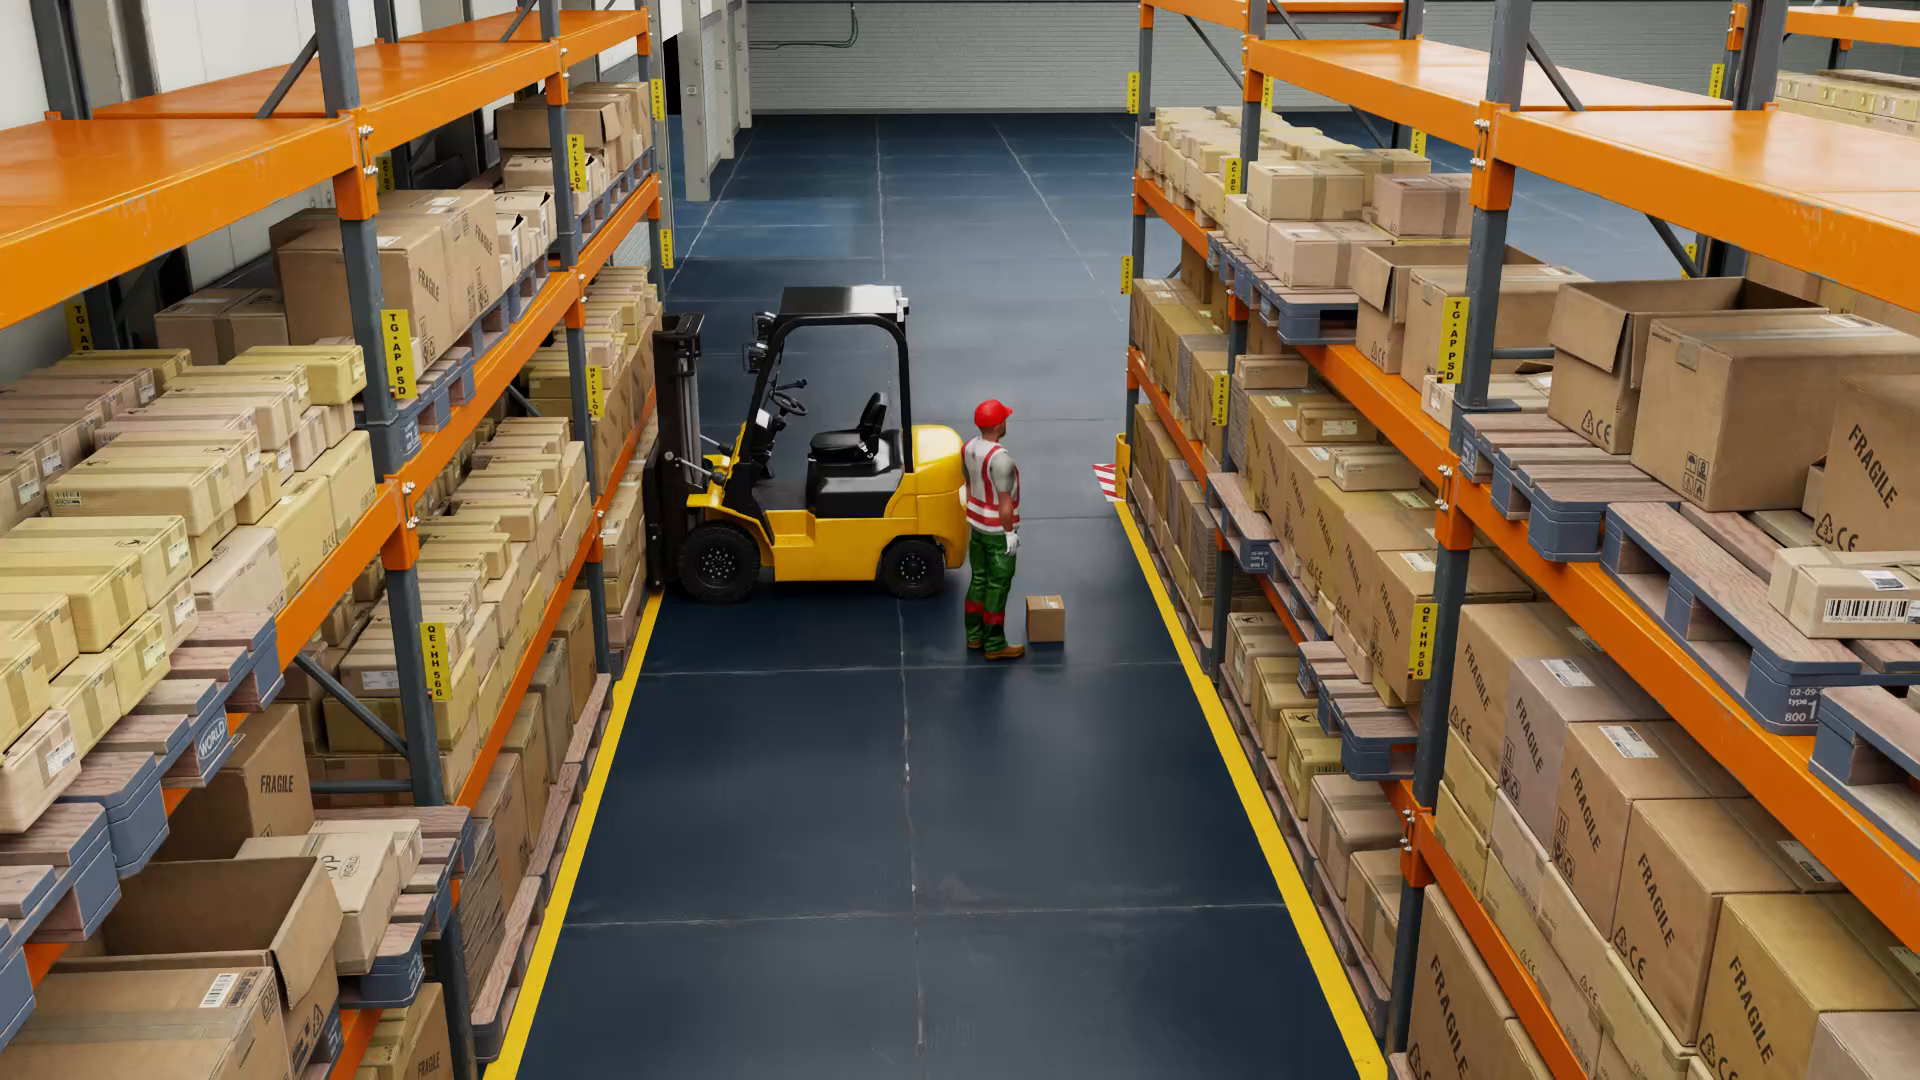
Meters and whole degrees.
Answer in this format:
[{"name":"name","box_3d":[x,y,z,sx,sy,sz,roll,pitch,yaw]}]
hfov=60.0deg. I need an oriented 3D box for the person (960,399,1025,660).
[{"name":"person","box_3d":[0.221,-0.089,11.266,0.322,1.790,0.523,-12,23,-28]}]
